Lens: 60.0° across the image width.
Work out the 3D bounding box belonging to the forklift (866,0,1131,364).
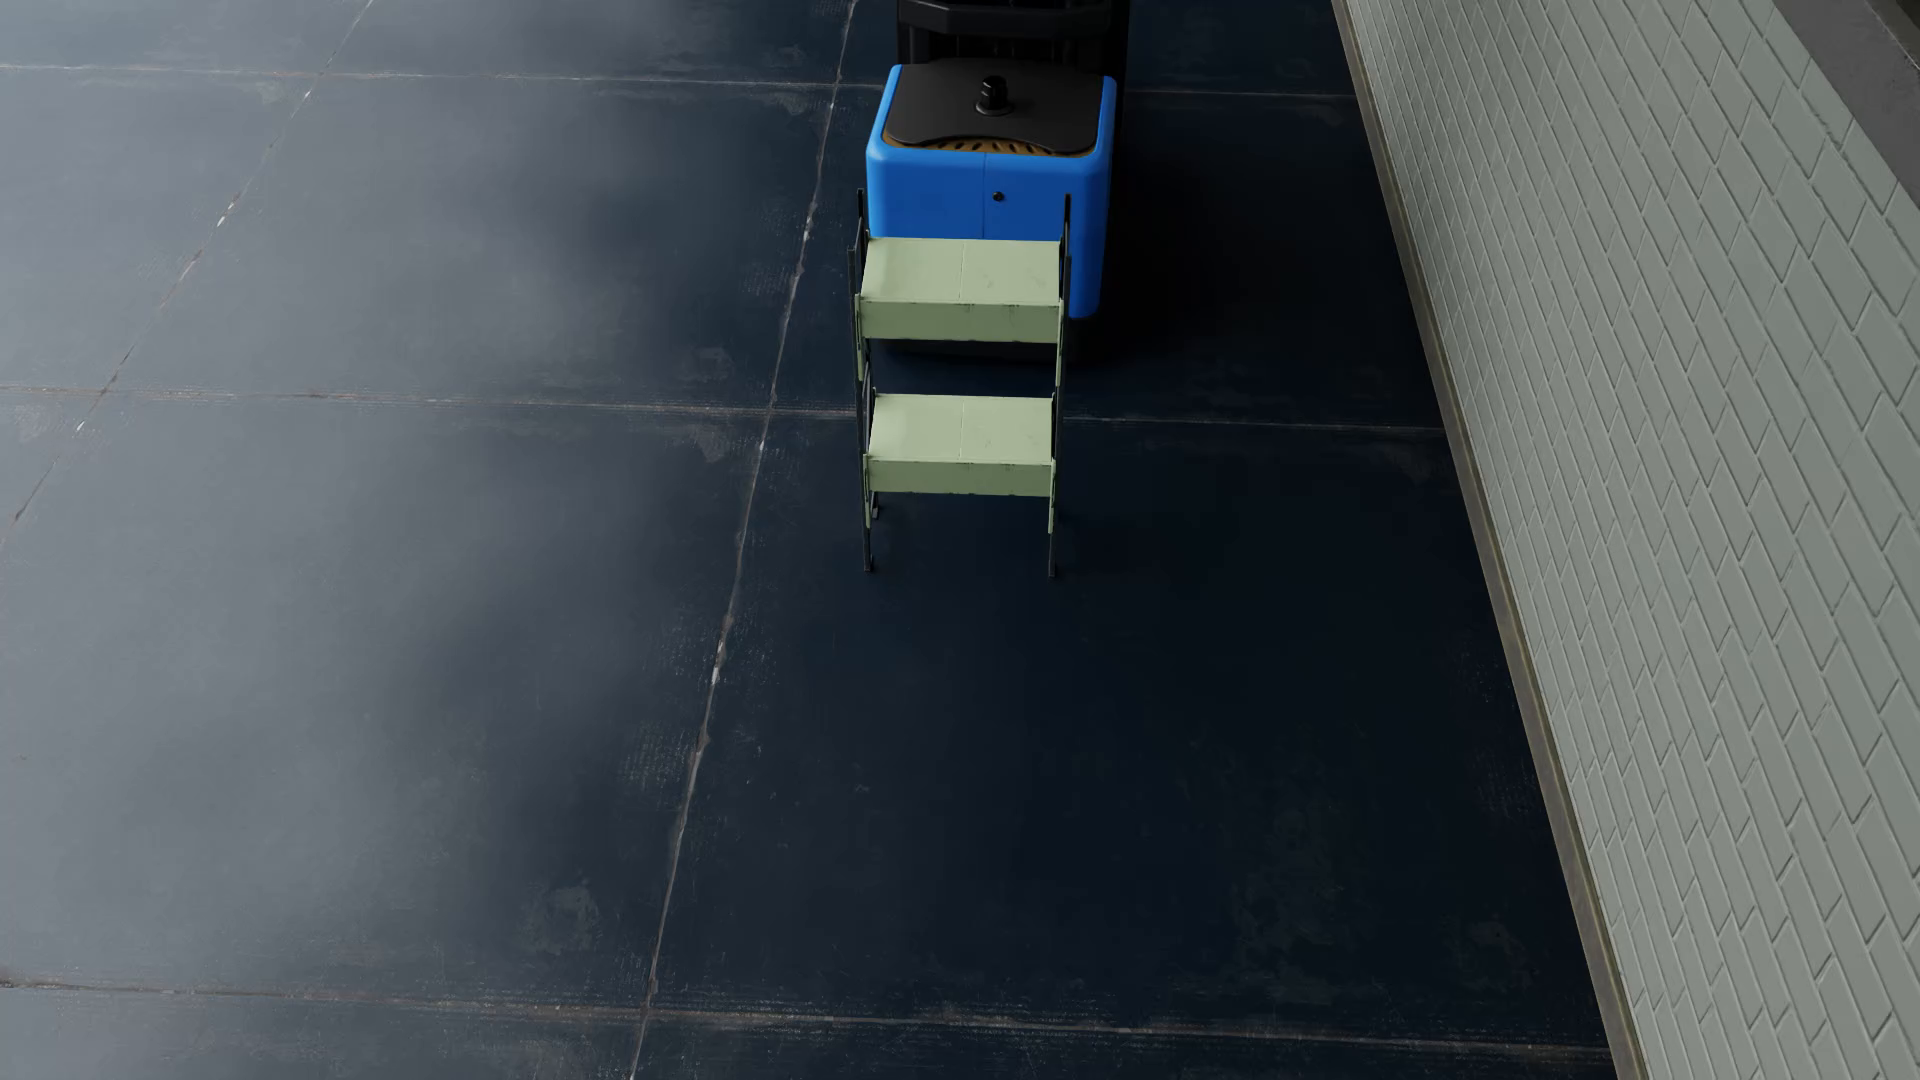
[{"bbox_3d":[0.275,-2.873,7.684,1.130,2.935,3.031,5,43,5],"label":"forklift"}]

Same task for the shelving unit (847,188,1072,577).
[{"bbox_3d":[0.007,-0.549,6.239,0.755,1.500,0.431,2,43,2],"label":"shelving unit"}]

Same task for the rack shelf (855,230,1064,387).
[{"bbox_3d":[0.007,-0.834,5.973,0.720,0.370,0.431,2,43,2],"label":"rack shelf"}]

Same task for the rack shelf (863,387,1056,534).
[{"bbox_3d":[0.007,-0.310,6.461,0.720,0.370,0.431,2,43,2],"label":"rack shelf"}]

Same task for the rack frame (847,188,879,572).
[{"bbox_3d":[-0.359,-0.560,6.251,0.023,1.500,0.400,2,43,2],"label":"rack frame"}]

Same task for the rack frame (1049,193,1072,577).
[{"bbox_3d":[0.372,-0.537,6.227,0.023,1.500,0.400,2,43,2],"label":"rack frame"}]
